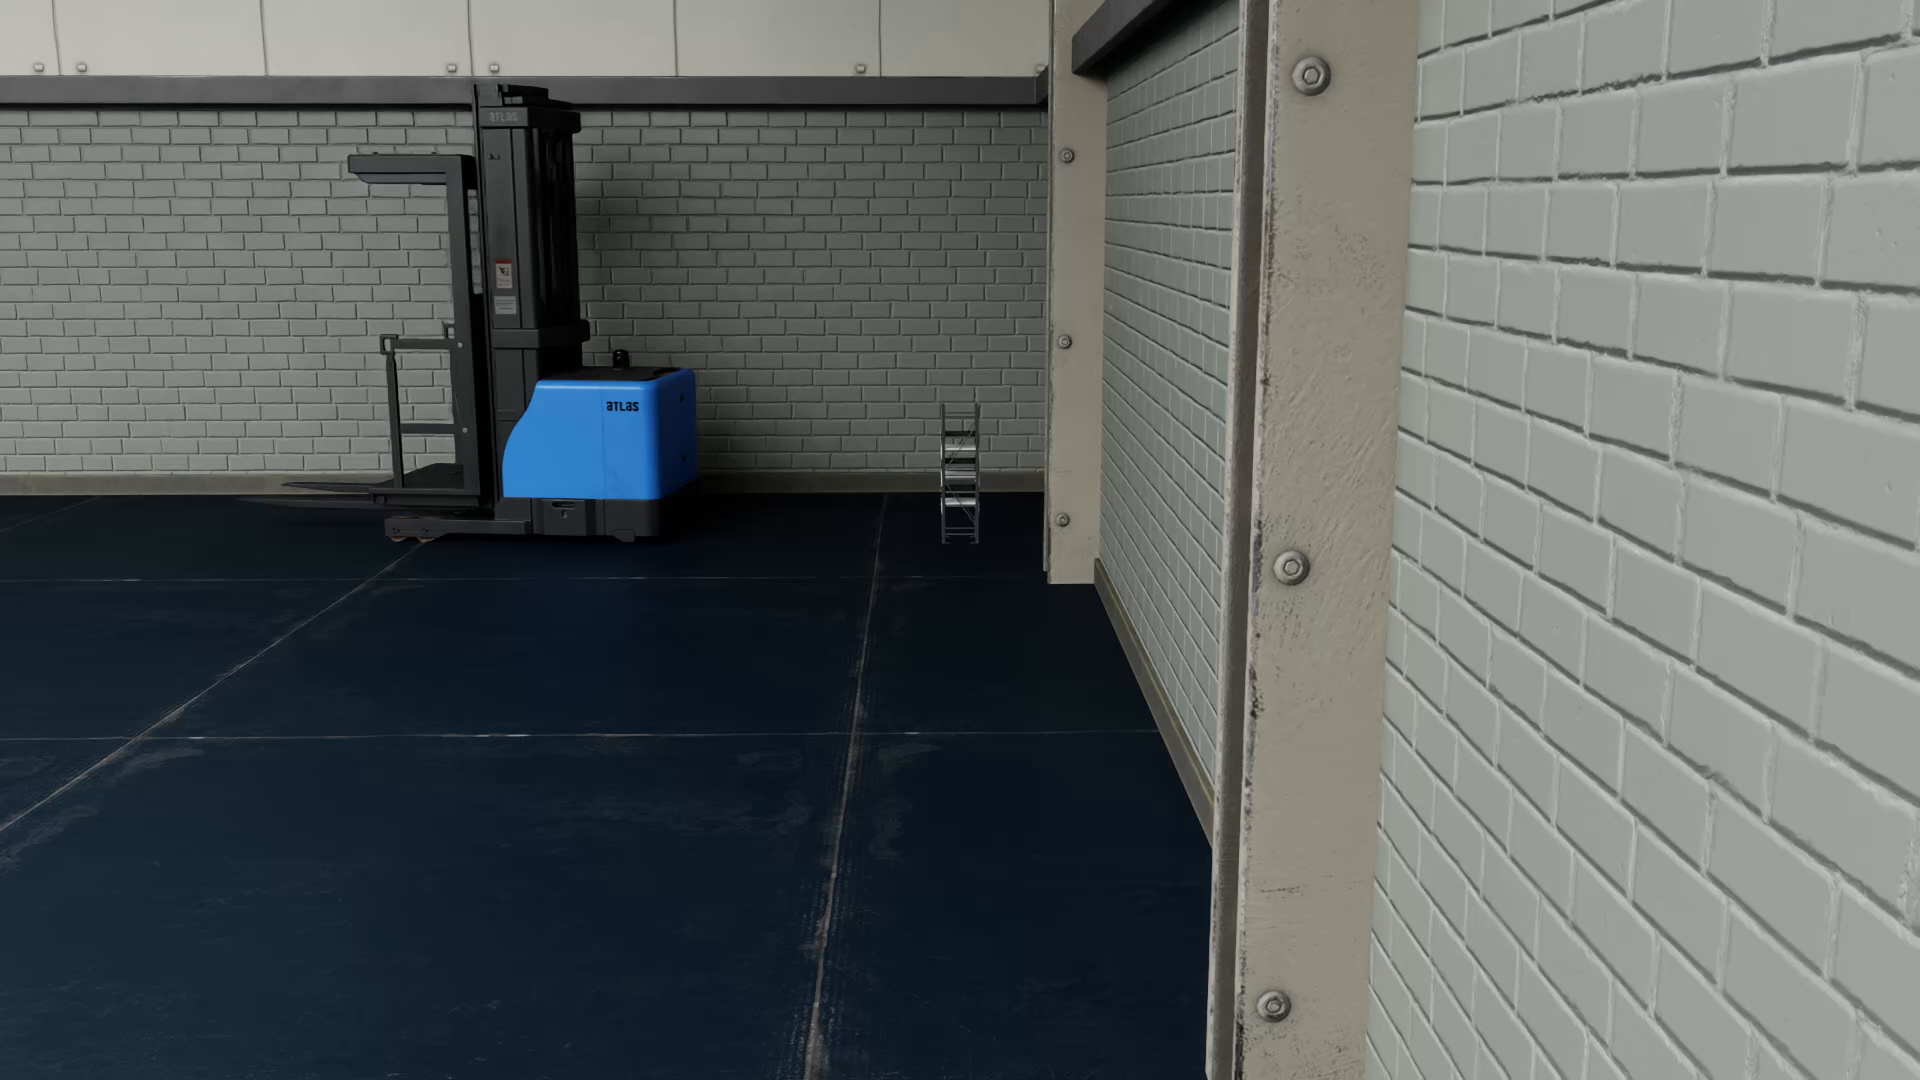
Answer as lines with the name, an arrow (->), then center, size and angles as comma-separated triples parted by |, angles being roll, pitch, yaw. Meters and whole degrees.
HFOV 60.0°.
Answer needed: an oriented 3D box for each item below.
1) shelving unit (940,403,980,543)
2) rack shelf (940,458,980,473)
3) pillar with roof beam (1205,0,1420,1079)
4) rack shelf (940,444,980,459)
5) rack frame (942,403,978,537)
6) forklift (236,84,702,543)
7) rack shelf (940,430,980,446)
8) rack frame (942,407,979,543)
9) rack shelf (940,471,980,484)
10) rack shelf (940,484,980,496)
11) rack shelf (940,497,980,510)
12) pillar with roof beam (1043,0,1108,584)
shelving unit -> 0.000, -0.439, 10.962 | 0.258, 0.900, 0.210 | 0, 11, -1
rack shelf -> 0.000, -0.495, 10.950 | 0.258, 0.077, 0.200 | 0, 11, -1
pillar with roof beam -> -3.511, -2.983, 3.130 | 9.100, 9.000, 0.400 | 0, 11, -1
rack shelf -> 0.000, -0.583, 10.933 | 0.258, 0.077, 0.200 | 0, 11, -1
rack frame -> -0.002, -0.460, 11.061 | 0.240, 0.900, 0.006 | 0, 11, -1
forklift -> -3.377, -1.524, 11.200 | 3.031, 2.935, 1.130 | 1, 12, 7
rack shelf -> 0.000, -0.671, 10.915 | 0.258, 0.077, 0.200 | 0, 11, -1
rack frame -> 0.002, -0.419, 10.862 | 0.240, 0.900, 0.006 | 0, 11, -1
rack shelf -> 0.000, -0.407, 10.968 | 0.258, 0.077, 0.200 | 0, 11, -1
rack shelf -> 0.000, -0.319, 10.986 | 0.258, 0.077, 0.200 | 0, 11, -1
rack shelf -> 0.000, -0.230, 11.004 | 0.258, 0.077, 0.200 | 0, 11, -1
pillar with roof beam -> -3.635, -4.176, 9.009 | 9.100, 9.000, 0.400 | 0, 11, -1
